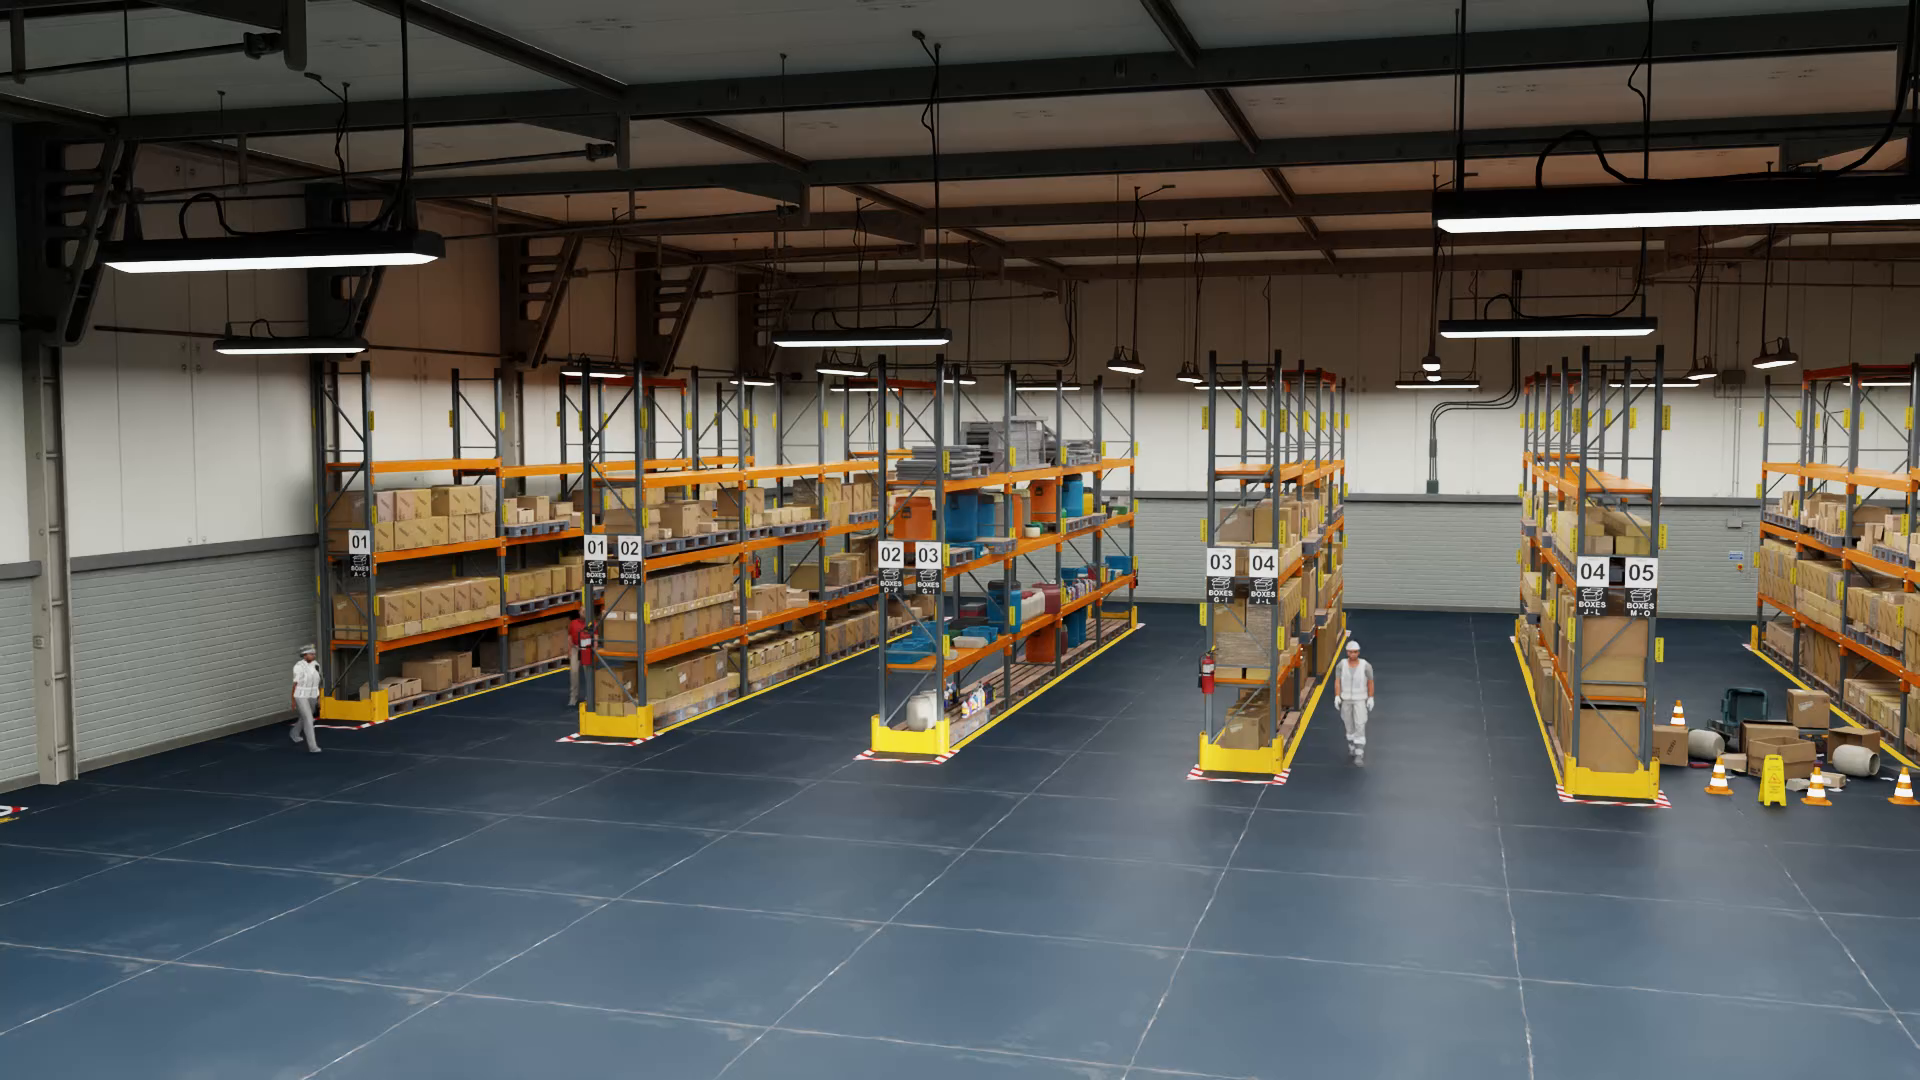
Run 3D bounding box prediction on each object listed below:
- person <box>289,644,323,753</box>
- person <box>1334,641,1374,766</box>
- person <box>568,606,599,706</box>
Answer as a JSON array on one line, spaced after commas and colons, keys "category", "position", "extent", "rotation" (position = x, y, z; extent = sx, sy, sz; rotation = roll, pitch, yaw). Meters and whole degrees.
[{"category": "person", "position": [-9.969, 2.377, 25.308], "extent": [1.049, 1.622, 0.458], "rotation": [3, 5, 35]}, {"category": "person", "position": [5.765, 2.356, 24.415], "extent": [0.544, 1.746, 0.902], "rotation": [2, 5, 26]}, {"category": "person", "position": [-6.729, 2.050, 29.616], "extent": [0.566, 1.729, 0.781], "rotation": [0, 4, -6]}]
